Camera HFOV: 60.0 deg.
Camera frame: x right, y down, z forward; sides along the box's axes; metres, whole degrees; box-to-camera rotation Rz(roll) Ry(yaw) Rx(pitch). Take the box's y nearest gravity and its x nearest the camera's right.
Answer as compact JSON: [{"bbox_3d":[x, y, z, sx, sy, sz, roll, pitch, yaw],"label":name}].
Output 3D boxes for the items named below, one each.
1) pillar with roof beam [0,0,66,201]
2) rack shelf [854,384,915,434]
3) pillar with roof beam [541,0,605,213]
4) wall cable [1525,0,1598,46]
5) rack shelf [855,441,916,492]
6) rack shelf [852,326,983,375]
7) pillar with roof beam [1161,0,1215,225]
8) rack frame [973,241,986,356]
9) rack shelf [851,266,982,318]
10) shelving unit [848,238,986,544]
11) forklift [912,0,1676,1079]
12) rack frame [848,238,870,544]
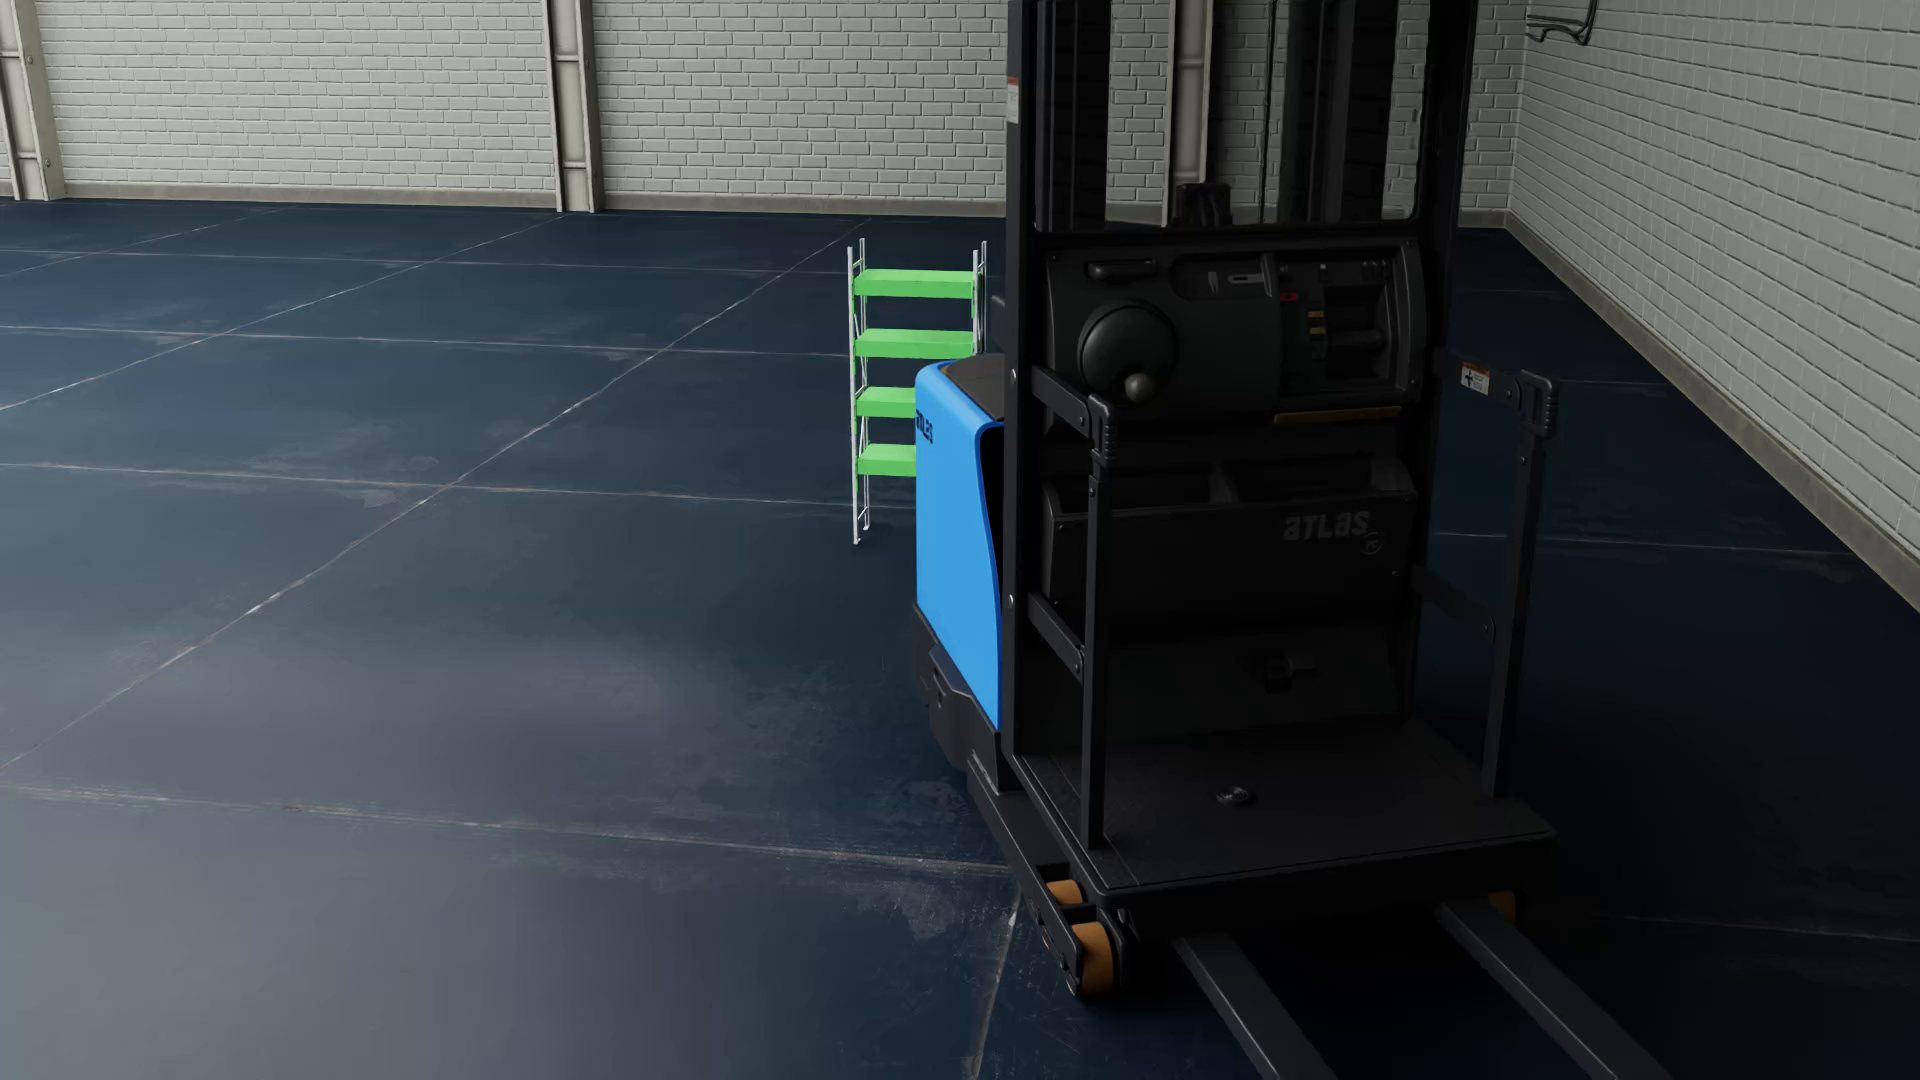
[{"bbox_3d":[-10.412,-6.536,12.155,0.400,9.000,9.100,3,19,9],"label":"pillar with roof beam"},{"bbox_3d":[-0.163,-0.517,6.658,0.480,0.148,0.258,3,19,9],"label":"rack shelf"},{"bbox_3d":[-4.488,-6.234,11.252,0.400,9.000,9.100,3,19,9],"label":"pillar with roof beam"},{"bbox_3d":[4.818,-5.245,13.192,0.112,2.526,3.097,3,19,9],"label":"wall cable"},{"bbox_3d":[-0.163,-0.289,6.734,0.480,0.148,0.258,3,19,9],"label":"rack shelf"},{"bbox_3d":[-0.163,-0.744,6.582,0.480,0.148,0.258,3,19,9],"label":"rack shelf"},{"bbox_3d":[1.436,-5.932,10.350,0.400,9.000,9.100,3,19,9],"label":"pillar with roof beam"},{"bbox_3d":[0.077,-0.565,6.601,0.015,1.200,0.240,3,19,9],"label":"rack frame"},{"bbox_3d":[-0.163,-0.972,6.506,0.480,0.148,0.258,3,19,9],"label":"rack shelf"},{"bbox_3d":[-0.163,-0.577,6.638,0.503,1.200,0.258,3,19,9],"label":"shelving unit"},{"bbox_3d":[0.703,-0.498,3.673,1.130,2.935,3.031,-5,19,-13],"label":"forklift"},{"bbox_3d":[-0.404,-0.590,6.674,0.015,1.200,0.240,3,19,9],"label":"rack frame"}]
